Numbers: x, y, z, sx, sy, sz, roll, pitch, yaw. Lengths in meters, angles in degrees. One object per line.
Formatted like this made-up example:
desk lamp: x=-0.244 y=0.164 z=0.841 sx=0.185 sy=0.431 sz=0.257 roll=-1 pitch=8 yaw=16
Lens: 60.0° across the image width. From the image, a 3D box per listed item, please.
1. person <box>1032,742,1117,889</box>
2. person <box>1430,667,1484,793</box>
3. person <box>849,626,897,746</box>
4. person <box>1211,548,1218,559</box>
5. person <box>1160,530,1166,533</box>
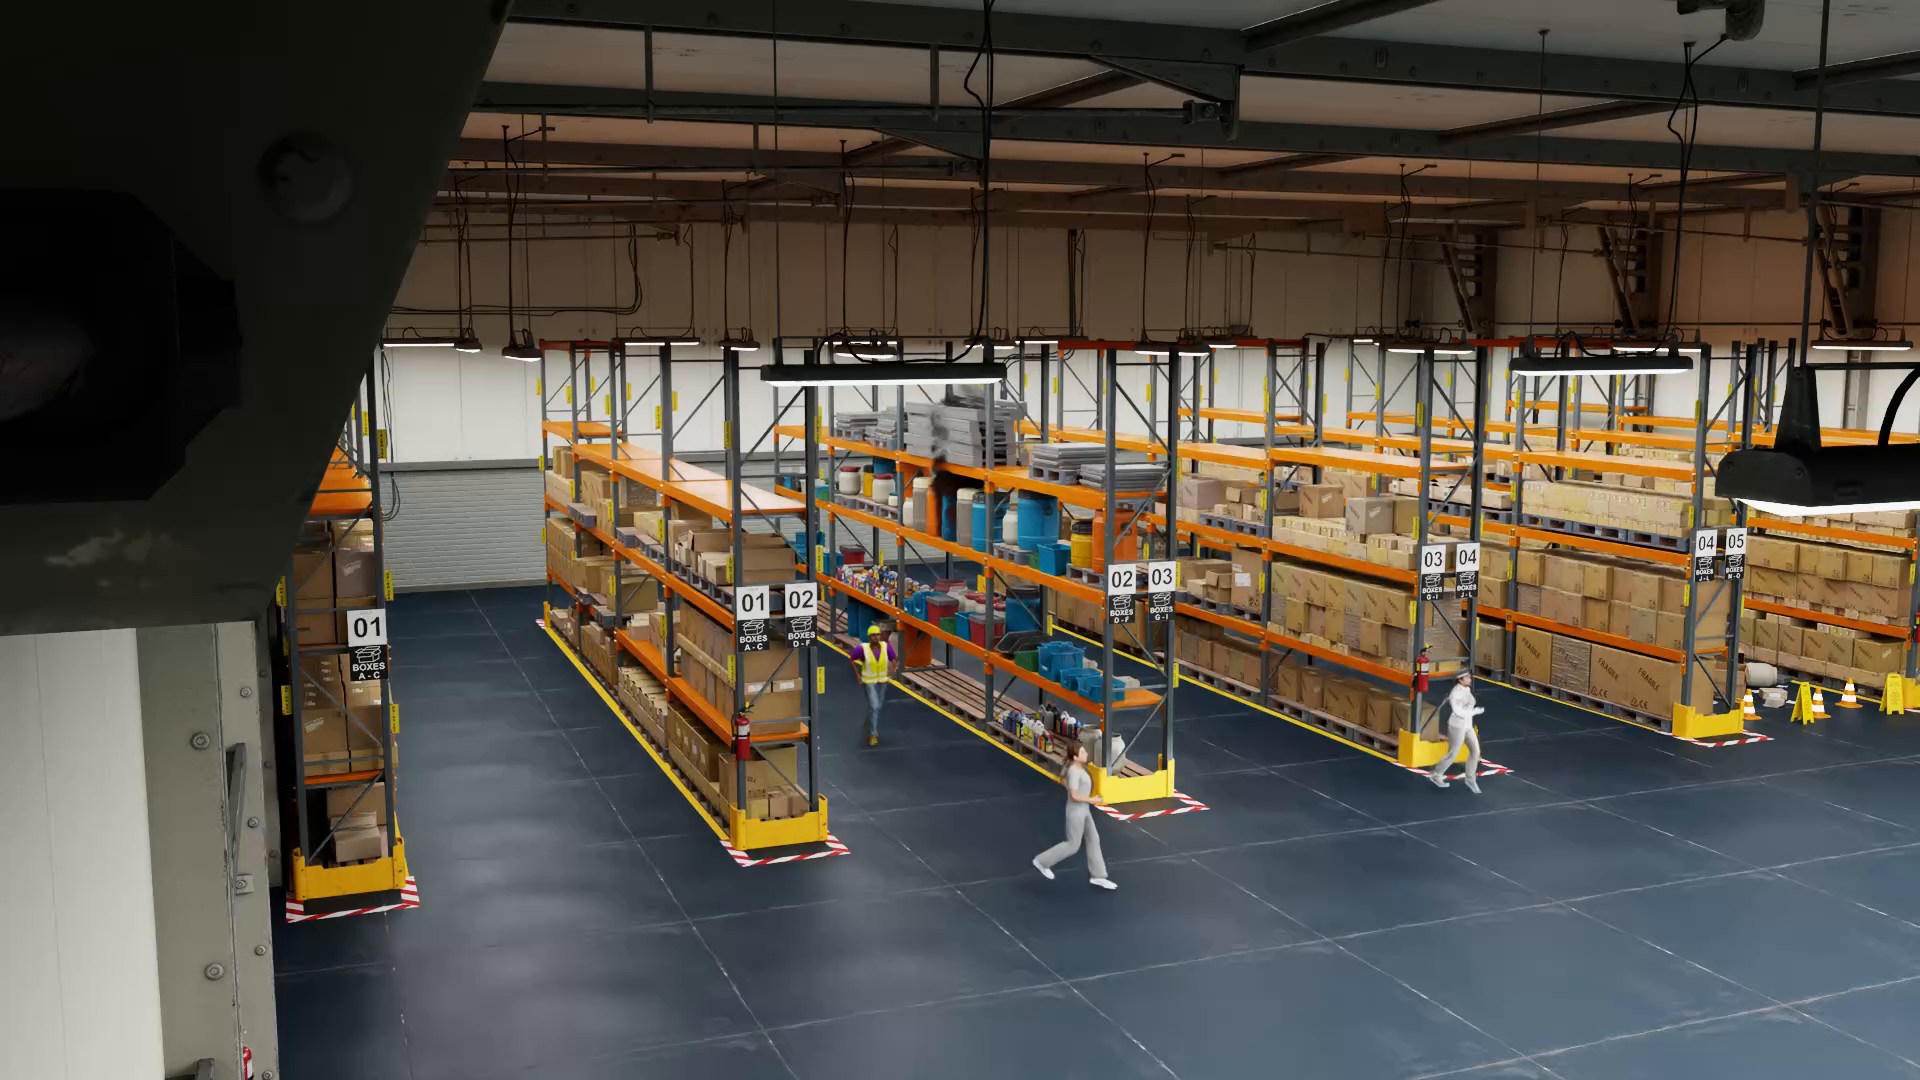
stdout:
person: x=1.295 y=3.087 z=18.670 sx=0.952 sy=1.676 sz=0.579 roll=1 pitch=8 yaw=9
person: x=6.751 y=2.577 z=22.530 sx=0.680 sy=1.774 sz=0.608 roll=5 pitch=9 yaw=32
person: x=-1.306 y=2.188 z=25.310 sx=0.704 sy=1.835 sz=0.745 roll=-3 pitch=8 yaw=-24
person: x=6.434 y=-0.065 z=42.513 sx=0.753 sy=1.777 sz=0.674 roll=-6 pitch=10 yaw=-39
person: x=4.597 y=0.609 z=38.292 sx=0.595 sy=1.548 sz=0.719 roll=-3 pitch=8 yaw=-20
